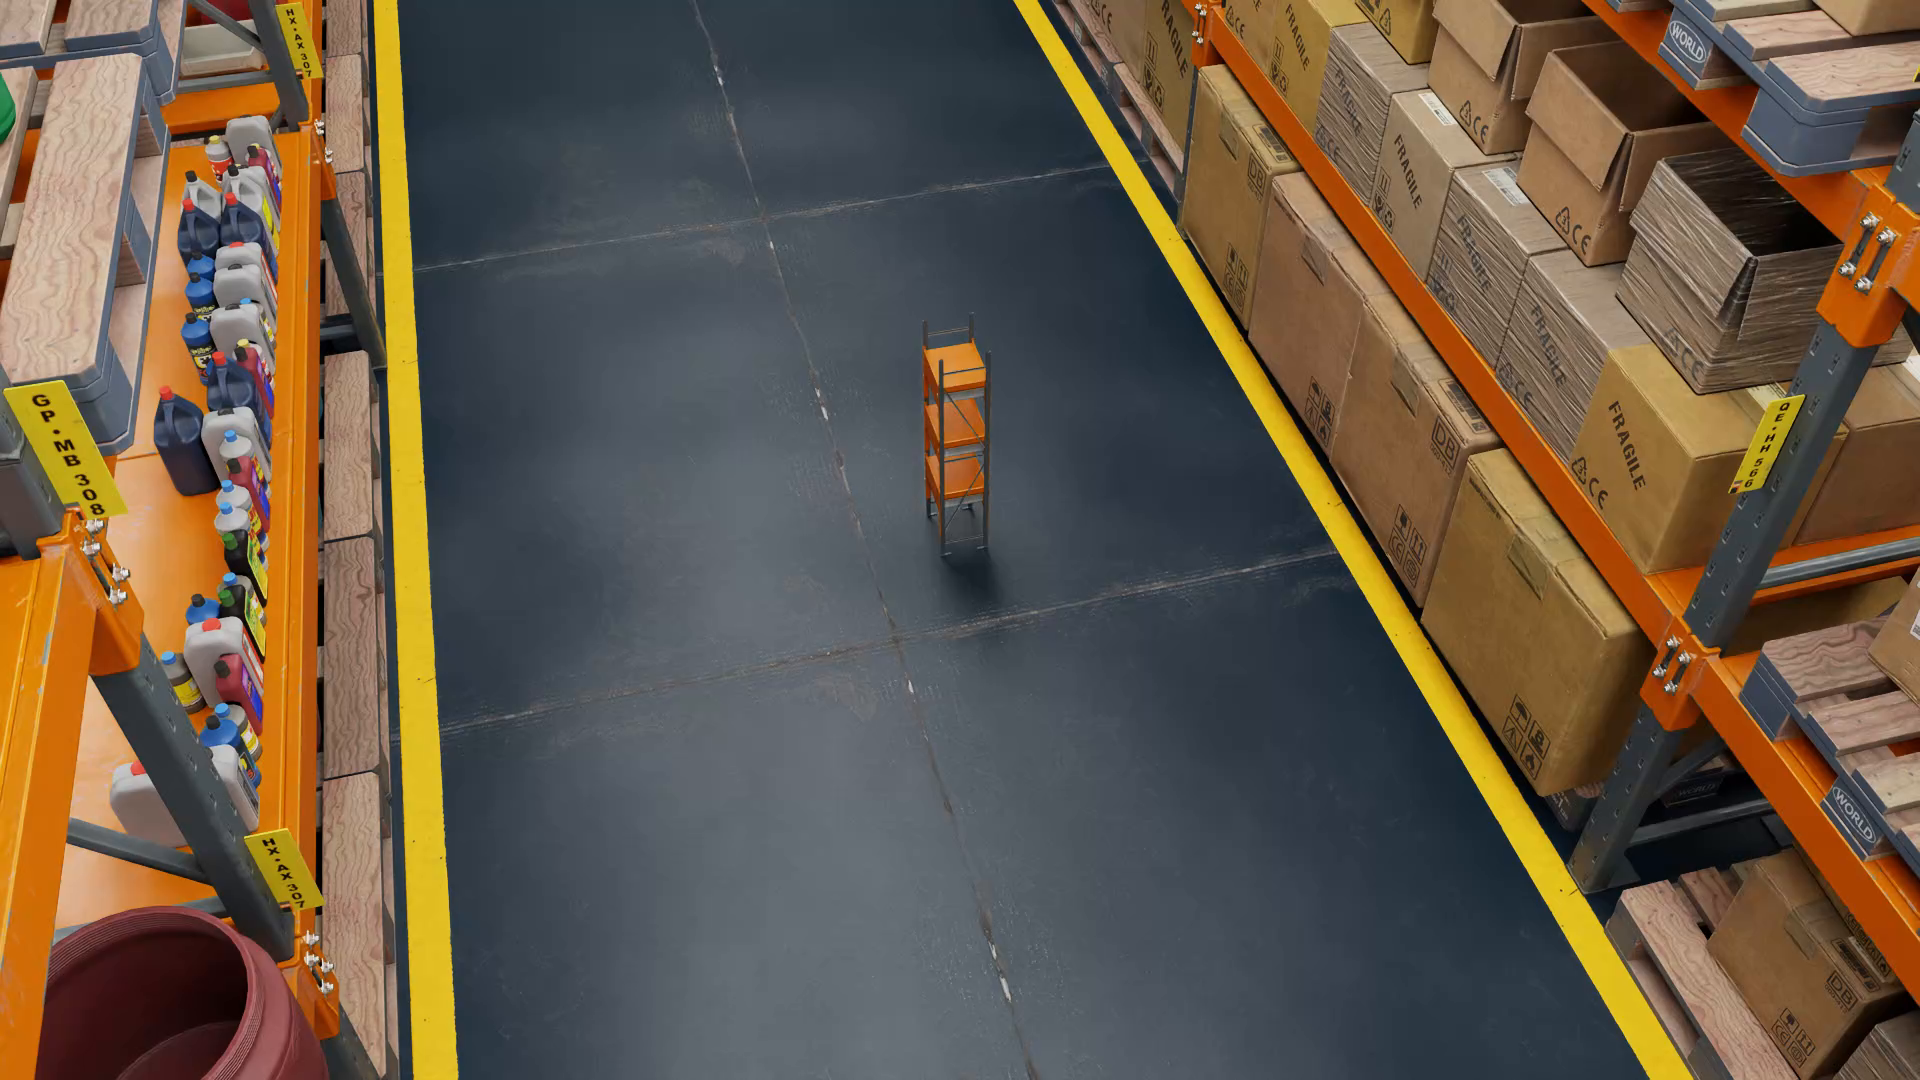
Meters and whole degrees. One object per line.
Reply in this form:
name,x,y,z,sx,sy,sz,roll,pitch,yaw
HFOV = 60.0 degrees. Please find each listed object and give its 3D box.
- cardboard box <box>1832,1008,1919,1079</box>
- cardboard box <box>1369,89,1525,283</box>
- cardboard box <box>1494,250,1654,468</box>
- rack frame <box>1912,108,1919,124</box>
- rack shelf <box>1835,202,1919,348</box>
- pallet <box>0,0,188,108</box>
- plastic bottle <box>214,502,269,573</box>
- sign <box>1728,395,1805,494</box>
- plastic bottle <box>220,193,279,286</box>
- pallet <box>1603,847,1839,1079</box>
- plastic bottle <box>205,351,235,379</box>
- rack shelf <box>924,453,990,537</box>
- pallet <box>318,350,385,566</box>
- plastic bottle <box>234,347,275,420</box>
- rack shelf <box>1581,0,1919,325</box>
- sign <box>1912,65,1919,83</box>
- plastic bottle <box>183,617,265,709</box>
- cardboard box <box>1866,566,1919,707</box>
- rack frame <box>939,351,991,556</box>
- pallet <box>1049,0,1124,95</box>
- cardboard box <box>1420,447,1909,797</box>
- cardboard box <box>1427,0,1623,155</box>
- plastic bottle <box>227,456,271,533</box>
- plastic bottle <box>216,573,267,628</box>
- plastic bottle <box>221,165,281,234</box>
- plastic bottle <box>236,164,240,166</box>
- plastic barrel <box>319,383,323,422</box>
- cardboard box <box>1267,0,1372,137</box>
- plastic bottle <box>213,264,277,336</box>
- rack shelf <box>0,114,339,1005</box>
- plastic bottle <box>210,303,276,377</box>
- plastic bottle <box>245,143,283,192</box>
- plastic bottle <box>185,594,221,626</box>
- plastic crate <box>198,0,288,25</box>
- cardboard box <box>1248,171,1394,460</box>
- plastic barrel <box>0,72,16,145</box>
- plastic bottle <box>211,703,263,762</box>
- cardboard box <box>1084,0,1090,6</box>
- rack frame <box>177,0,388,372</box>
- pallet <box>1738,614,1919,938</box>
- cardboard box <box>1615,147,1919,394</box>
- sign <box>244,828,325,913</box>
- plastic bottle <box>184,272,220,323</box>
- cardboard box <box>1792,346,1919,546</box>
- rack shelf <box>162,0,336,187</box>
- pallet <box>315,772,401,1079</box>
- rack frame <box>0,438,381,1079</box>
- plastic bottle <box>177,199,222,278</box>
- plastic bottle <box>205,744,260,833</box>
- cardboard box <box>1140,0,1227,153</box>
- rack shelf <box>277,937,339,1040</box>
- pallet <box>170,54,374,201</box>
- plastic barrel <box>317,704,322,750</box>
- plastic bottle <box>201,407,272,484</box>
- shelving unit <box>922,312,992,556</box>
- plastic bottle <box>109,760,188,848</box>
cardboard box,2.980,1.616,4.758,0.700,0.500,0.500,-14,47,-14
cardboard box,1.881,-1.329,6.133,0.500,0.500,0.500,-10,46,-10
cardboard box,2.147,-0.620,5.438,0.500,0.500,0.500,-11,47,-11
rack frame,2.634,-2.044,2.703,1.000,3.000,0.127,-11,47,-10
rack shelf,3.146,0.639,2.678,1.077,0.370,4.000,-11,47,-10
pallet,-2.589,-1.478,4.381,1.003,0.211,1.213,-11,47,-10
plastic bottle,-2.167,-0.007,4.998,0.097,0.271,0.097,0,46,0
sign,2.099,-0.245,4.330,0.100,0.325,0.005,-11,47,-10
plastic bottle,-2.578,-1.080,5.994,0.144,0.351,0.185,-11,47,-10
pallet,2.833,1.572,5.313,1.003,0.211,1.213,-11,47,-10
plastic bottle,-2.416,-0.510,5.491,0.097,0.271,0.097,0,46,0
rack shelf,-0.014,-0.202,6.868,0.215,0.259,0.240,-11,47,-10
pallet,-3.020,-0.284,7.131,1.003,0.211,1.213,-11,47,-10
plastic bottle,-2.344,-0.541,5.513,0.061,0.283,0.133,-11,47,-10
rack shelf,2.122,-2.123,5.384,1.077,0.370,4.000,-11,47,-10
sign,2.096,-1.107,3.467,0.100,0.325,0.005,-11,47,-10
plastic bottle,-2.070,0.328,4.666,0.152,0.276,0.135,-11,47,-10
cardboard box,2.811,0.240,4.302,0.500,0.500,0.500,-16,48,-15
rack frame,0.018,-0.320,6.579,0.200,1.050,0.008,-11,47,-10
pallet,1.176,-3.113,9.904,1.003,0.211,1.213,-11,47,-10
cardboard box,2.478,0.172,5.925,1.225,0.875,0.875,-13,47,-12
cardboard box,2.121,-1.750,5.843,0.797,0.503,0.637,-9,46,-9
plastic bottle,-2.203,-0.162,5.140,0.061,0.283,0.133,-11,47,-10
plastic bottle,-2.108,0.177,4.866,0.097,0.201,0.097,0,46,0
plastic bottle,-2.671,-1.291,6.253,0.152,0.276,0.135,-11,47,-10
plastic bottle,-2.733,-1.339,6.352,0.097,0.201,0.097,0,46,0
plastic barrel,-3.055,-0.834,6.893,0.600,0.901,0.708,-11,47,-10
cardboard box,1.616,-2.030,6.820,0.500,0.500,0.500,-11,47,-10
plastic bottle,-2.507,-0.850,5.821,0.152,0.276,0.135,-11,47,-10
rack shelf,-2.665,-0.167,5.568,1.077,0.370,4.000,-11,47,-10
plastic bottle,-2.448,-0.690,5.664,0.152,0.276,0.135,-11,47,-10
plastic bottle,-2.708,-1.442,6.453,0.097,0.201,0.097,0,46,0
plastic bottle,-2.132,0.255,4.740,0.097,0.271,0.097,0,46,0
plastic crate,-3.164,-2.506,7.269,0.402,0.464,0.583,-11,47,-10
cardboard box,2.023,-1.054,7.127,1.225,0.875,0.875,-12,47,-12
plastic barrel,-2.202,-0.954,3.550,0.294,0.245,0.294,0,46,0
plastic bottle,-1.980,0.521,4.529,0.097,0.201,0.097,0,46,0
cardboard box,1.061,-3.815,9.833,0.875,0.875,0.875,-11,47,-10
rack frame,-3.177,-1.800,6.665,1.000,3.000,0.127,-11,47,-10
pallet,2.920,0.596,4.451,1.213,0.211,1.003,-11,47,-10
cardboard box,2.463,-0.838,4.949,0.797,0.503,0.637,-9,46,-9
sign,-1.623,0.799,4.003,0.100,0.325,0.005,-11,47,-10
plastic bottle,-2.623,-0.813,5.787,0.097,0.271,0.097,0,46,0
cardboard box,2.773,-0.364,5.188,0.500,0.500,0.500,-9,46,-9
rack shelf,-3.689,-2.929,8.275,1.077,0.370,4.000,-11,47,-10
pallet,-2.396,1.401,5.480,1.003,0.211,1.213,-11,47,-10
rack frame,-2.153,0.962,3.958,1.000,3.000,0.127,-11,47,-10
plastic bottle,-2.718,-1.054,5.968,0.144,0.351,0.185,-11,47,-10
plastic bottle,-1.952,0.647,4.353,0.152,0.276,0.135,-11,47,-10
cardboard box,1.519,-2.579,8.622,0.875,0.875,0.875,-11,47,-10
rack shelf,-1.641,2.594,2.862,1.077,0.370,4.000,-11,47,-10
pallet,-3.719,-2.168,8.978,1.003,0.211,1.213,-11,47,-10
plastic barrel,-2.584,0.544,5.761,0.600,0.588,0.708,-11,47,-10
plastic bottle,-2.307,-0.310,5.291,0.152,0.276,0.135,-11,47,-10
shelving unit,-0.014,-0.404,6.662,0.215,1.050,0.252,-11,47,-10
plastic bottle,-2.099,0.675,4.326,0.152,0.276,0.135,-11,47,-10
